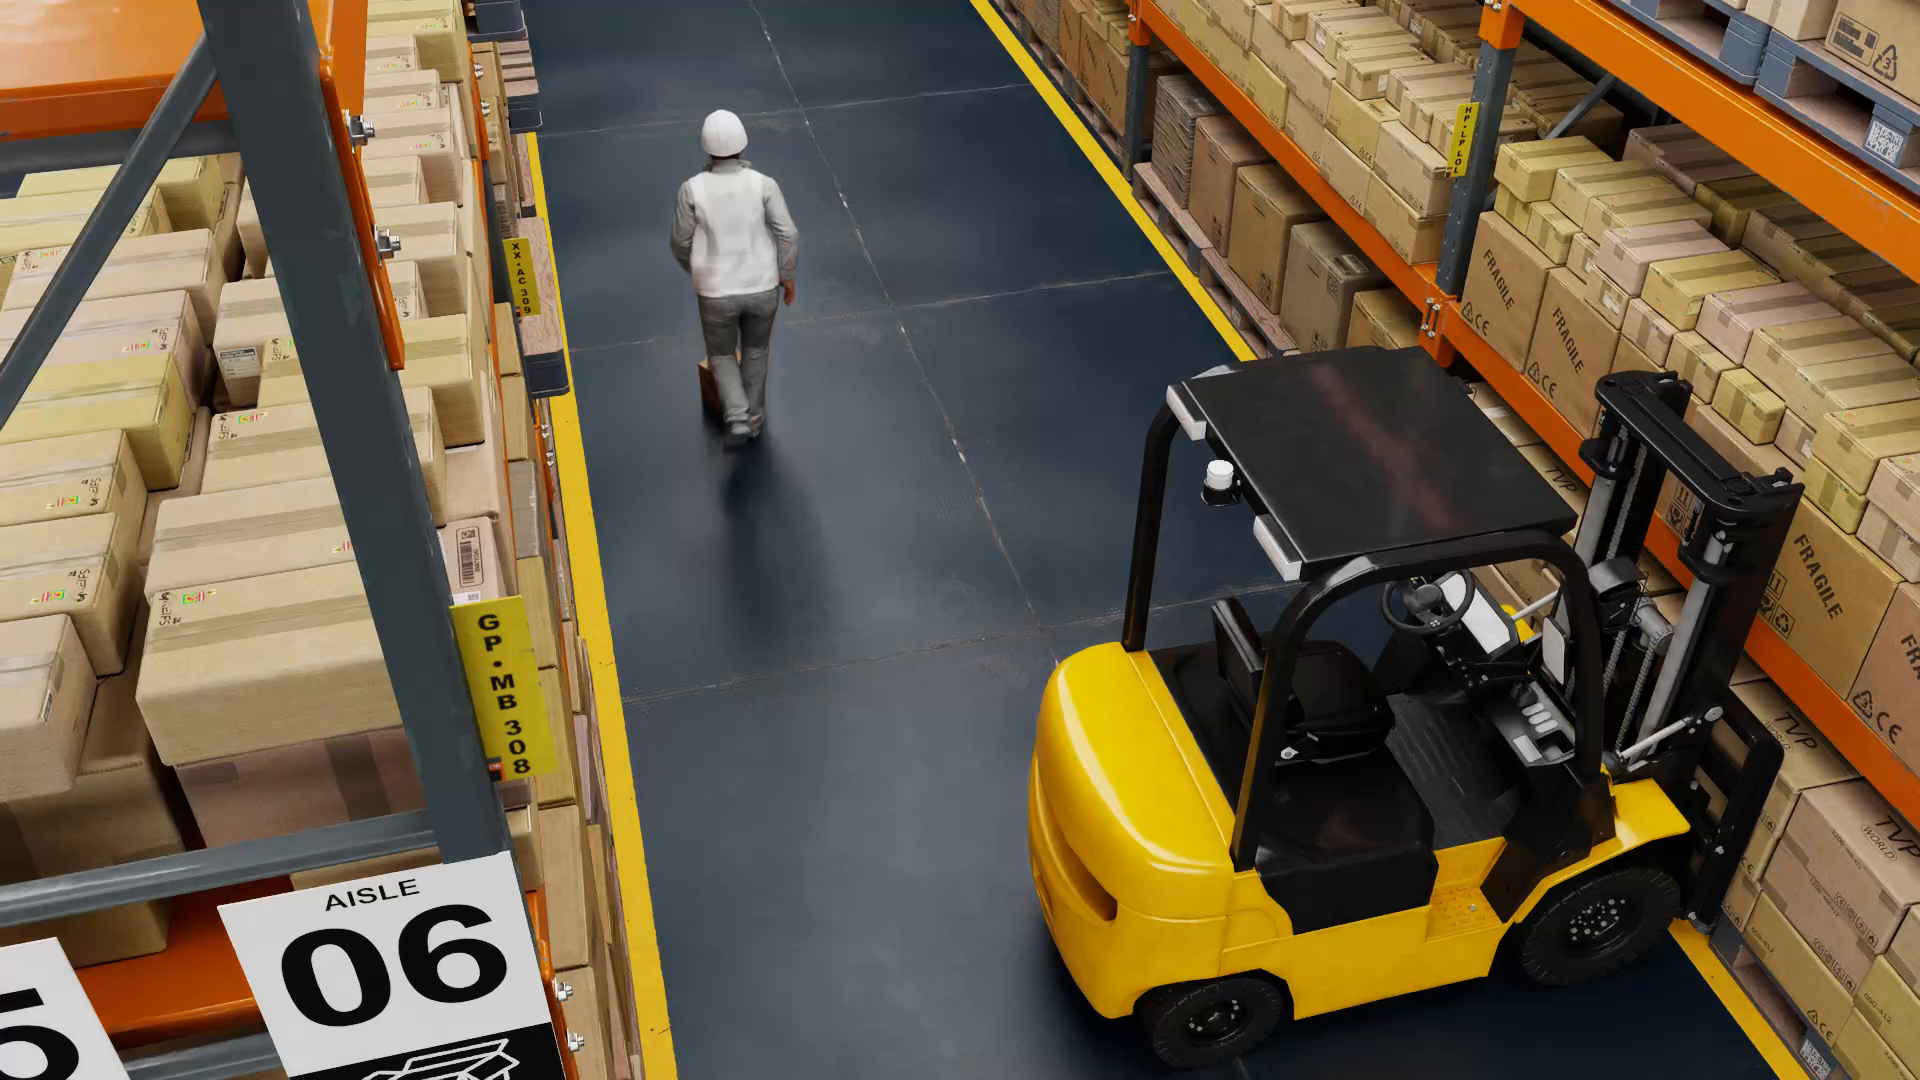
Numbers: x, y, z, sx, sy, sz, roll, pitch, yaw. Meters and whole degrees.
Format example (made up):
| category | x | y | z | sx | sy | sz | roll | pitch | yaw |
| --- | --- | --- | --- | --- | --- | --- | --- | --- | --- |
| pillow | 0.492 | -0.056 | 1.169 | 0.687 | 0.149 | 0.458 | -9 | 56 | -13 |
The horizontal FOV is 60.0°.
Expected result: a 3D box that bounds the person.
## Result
| category | x | y | z | sx | sy | sz | roll | pitch | yaw |
| --- | --- | --- | --- | --- | --- | --- | --- | --- | --- |
| person | -1.103 | -1.241 | 8.317 | 0.631 | 1.726 | 0.744 | -8 | 39 | -11 |
